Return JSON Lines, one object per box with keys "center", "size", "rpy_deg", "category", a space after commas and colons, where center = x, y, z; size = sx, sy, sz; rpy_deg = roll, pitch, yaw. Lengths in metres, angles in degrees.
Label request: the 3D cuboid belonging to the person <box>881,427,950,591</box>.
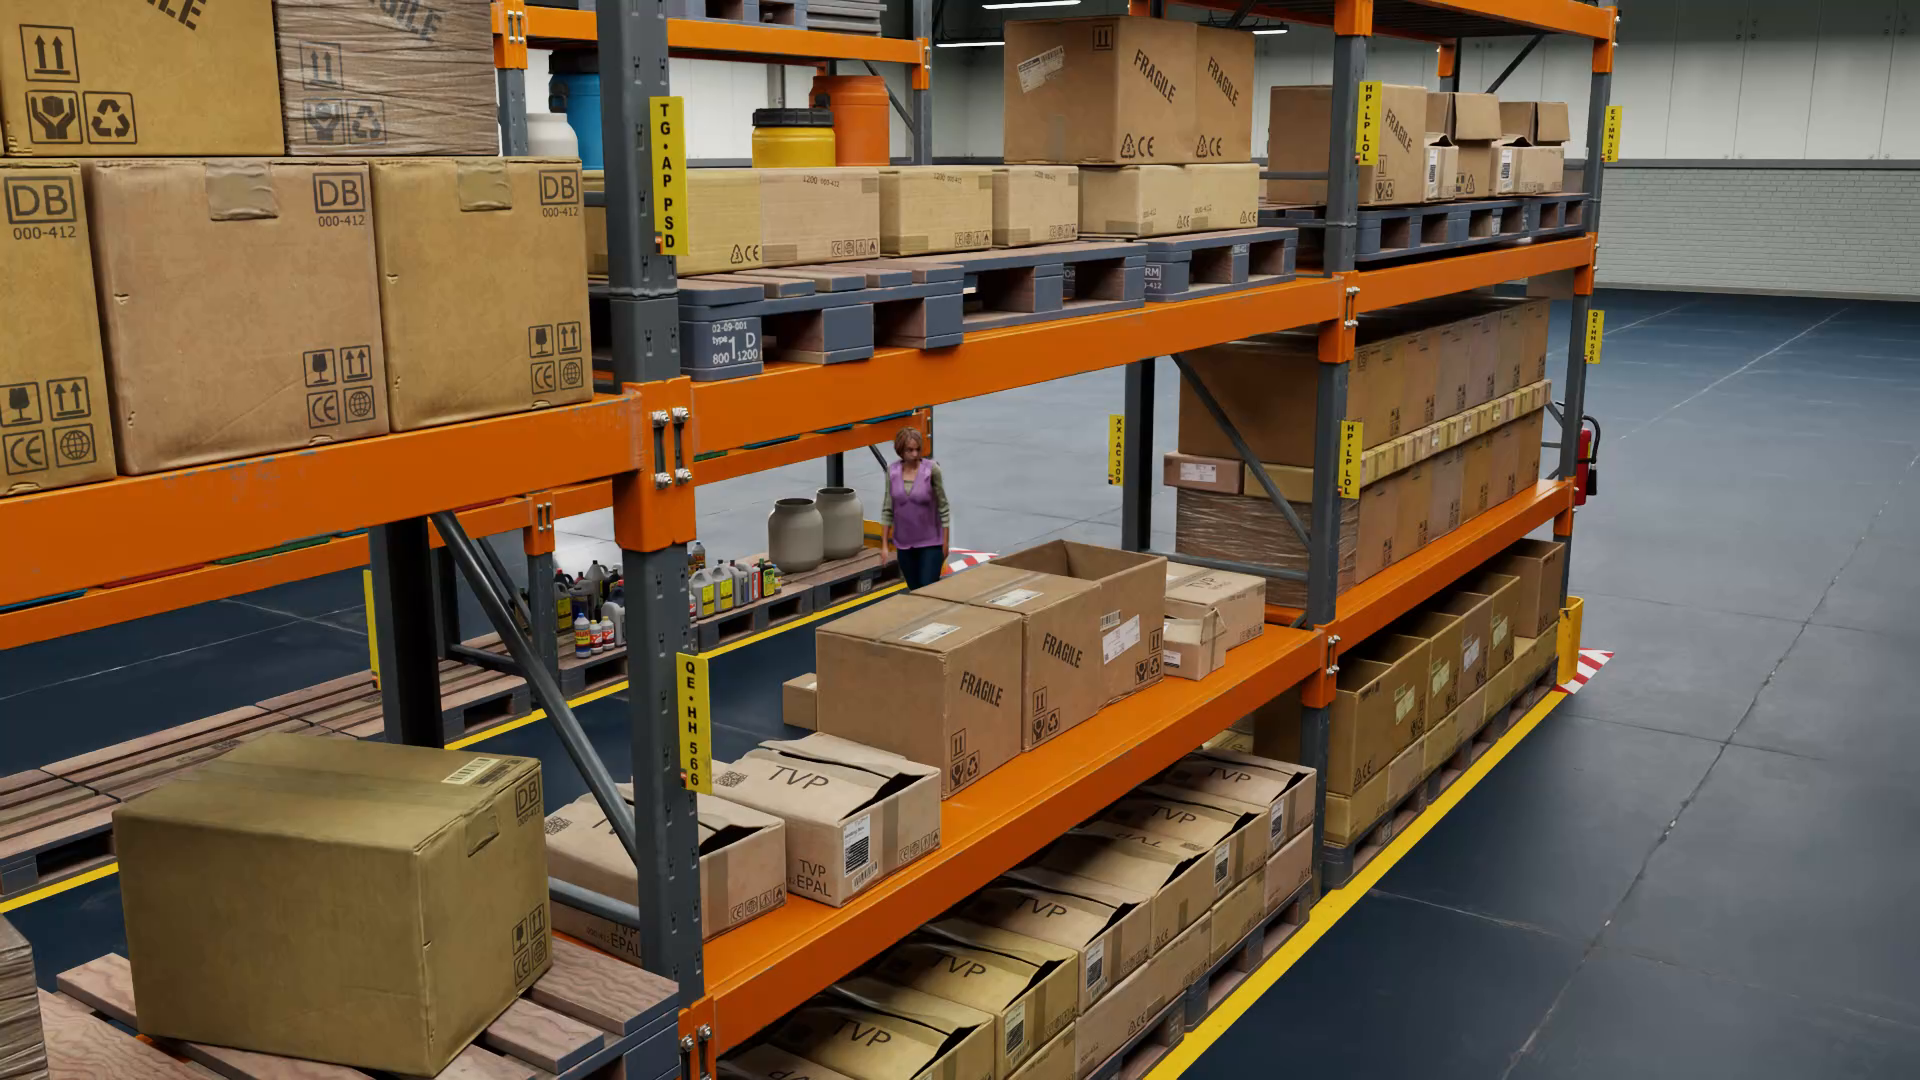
{"center": [-0.272, 0.050, 10.834], "size": [0.431, 1.625, 0.592], "rpy_deg": [5, 14, 20], "category": "person"}
